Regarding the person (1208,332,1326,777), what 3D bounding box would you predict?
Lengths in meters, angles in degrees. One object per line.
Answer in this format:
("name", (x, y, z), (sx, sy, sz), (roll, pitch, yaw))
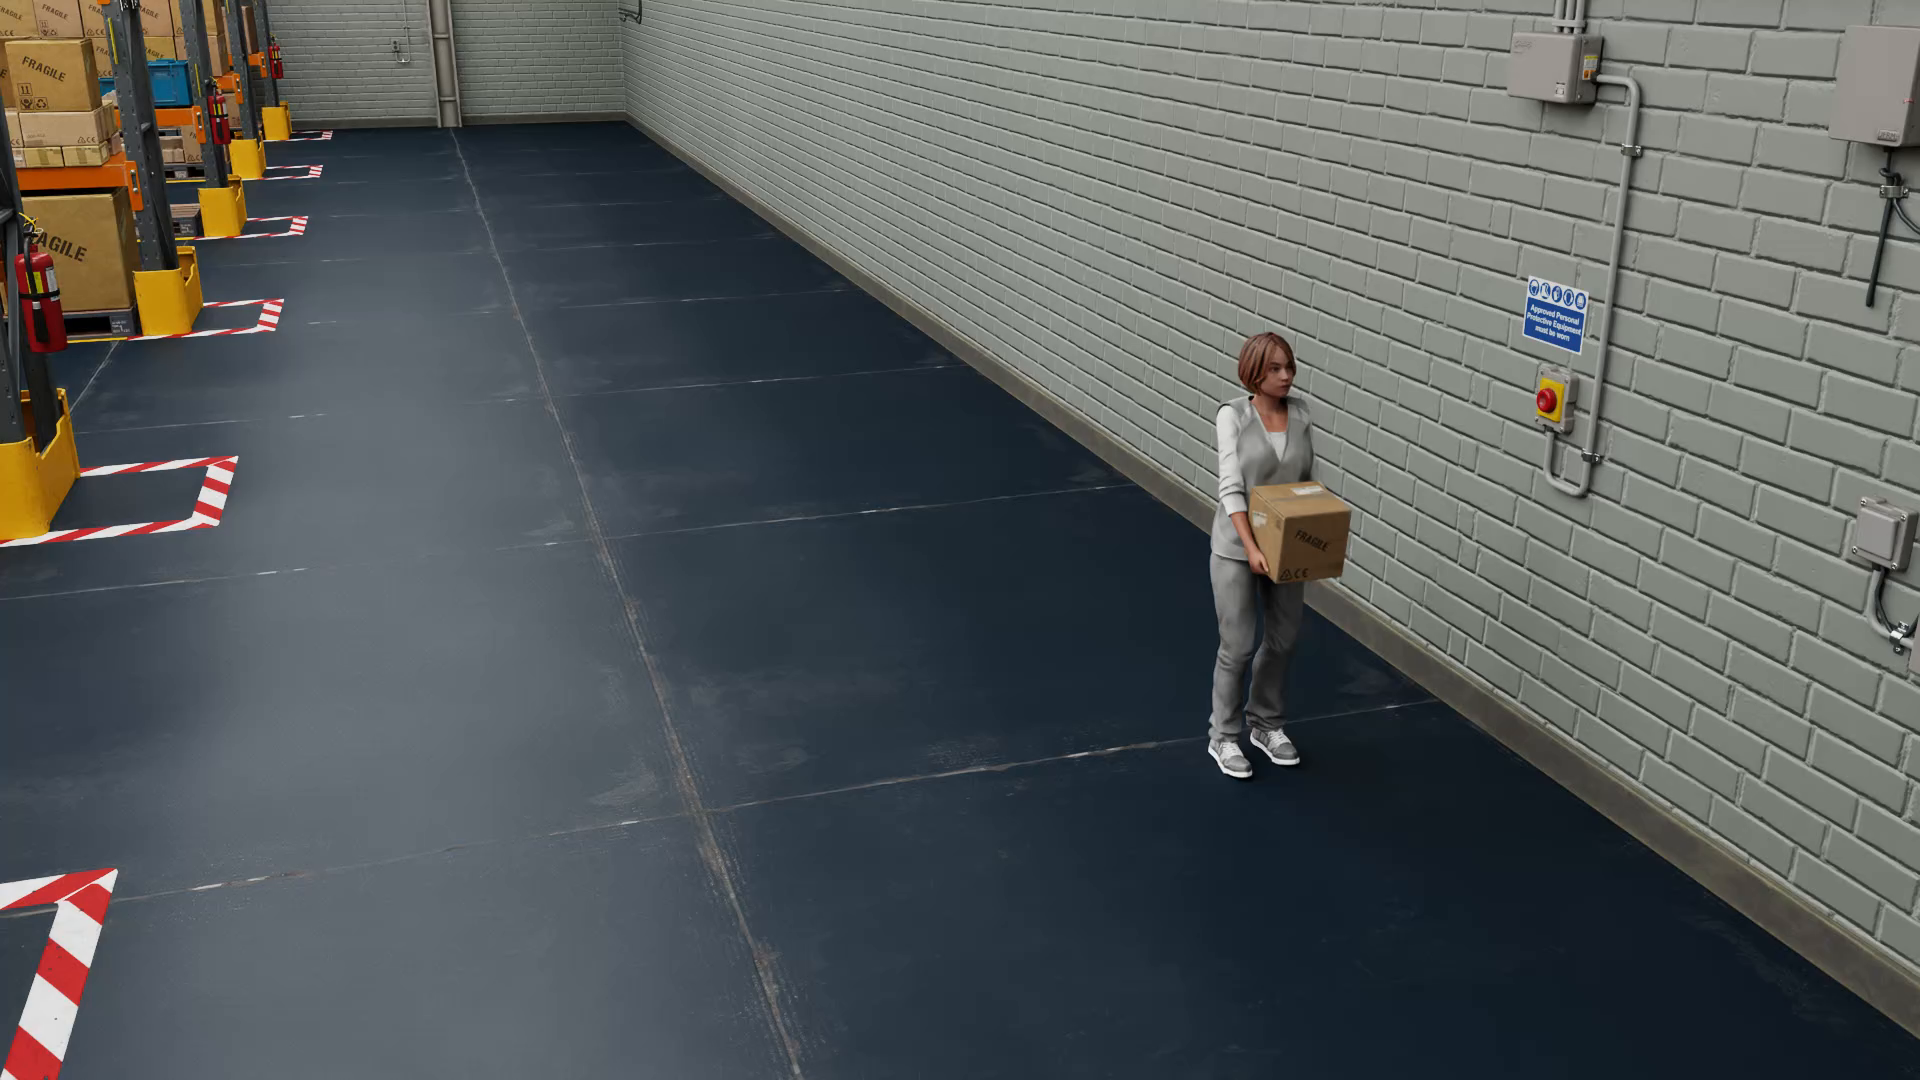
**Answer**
("person", (1.093, 0.078, 5.873), (0.404, 1.591, 0.493), (-6, 20, -16))
